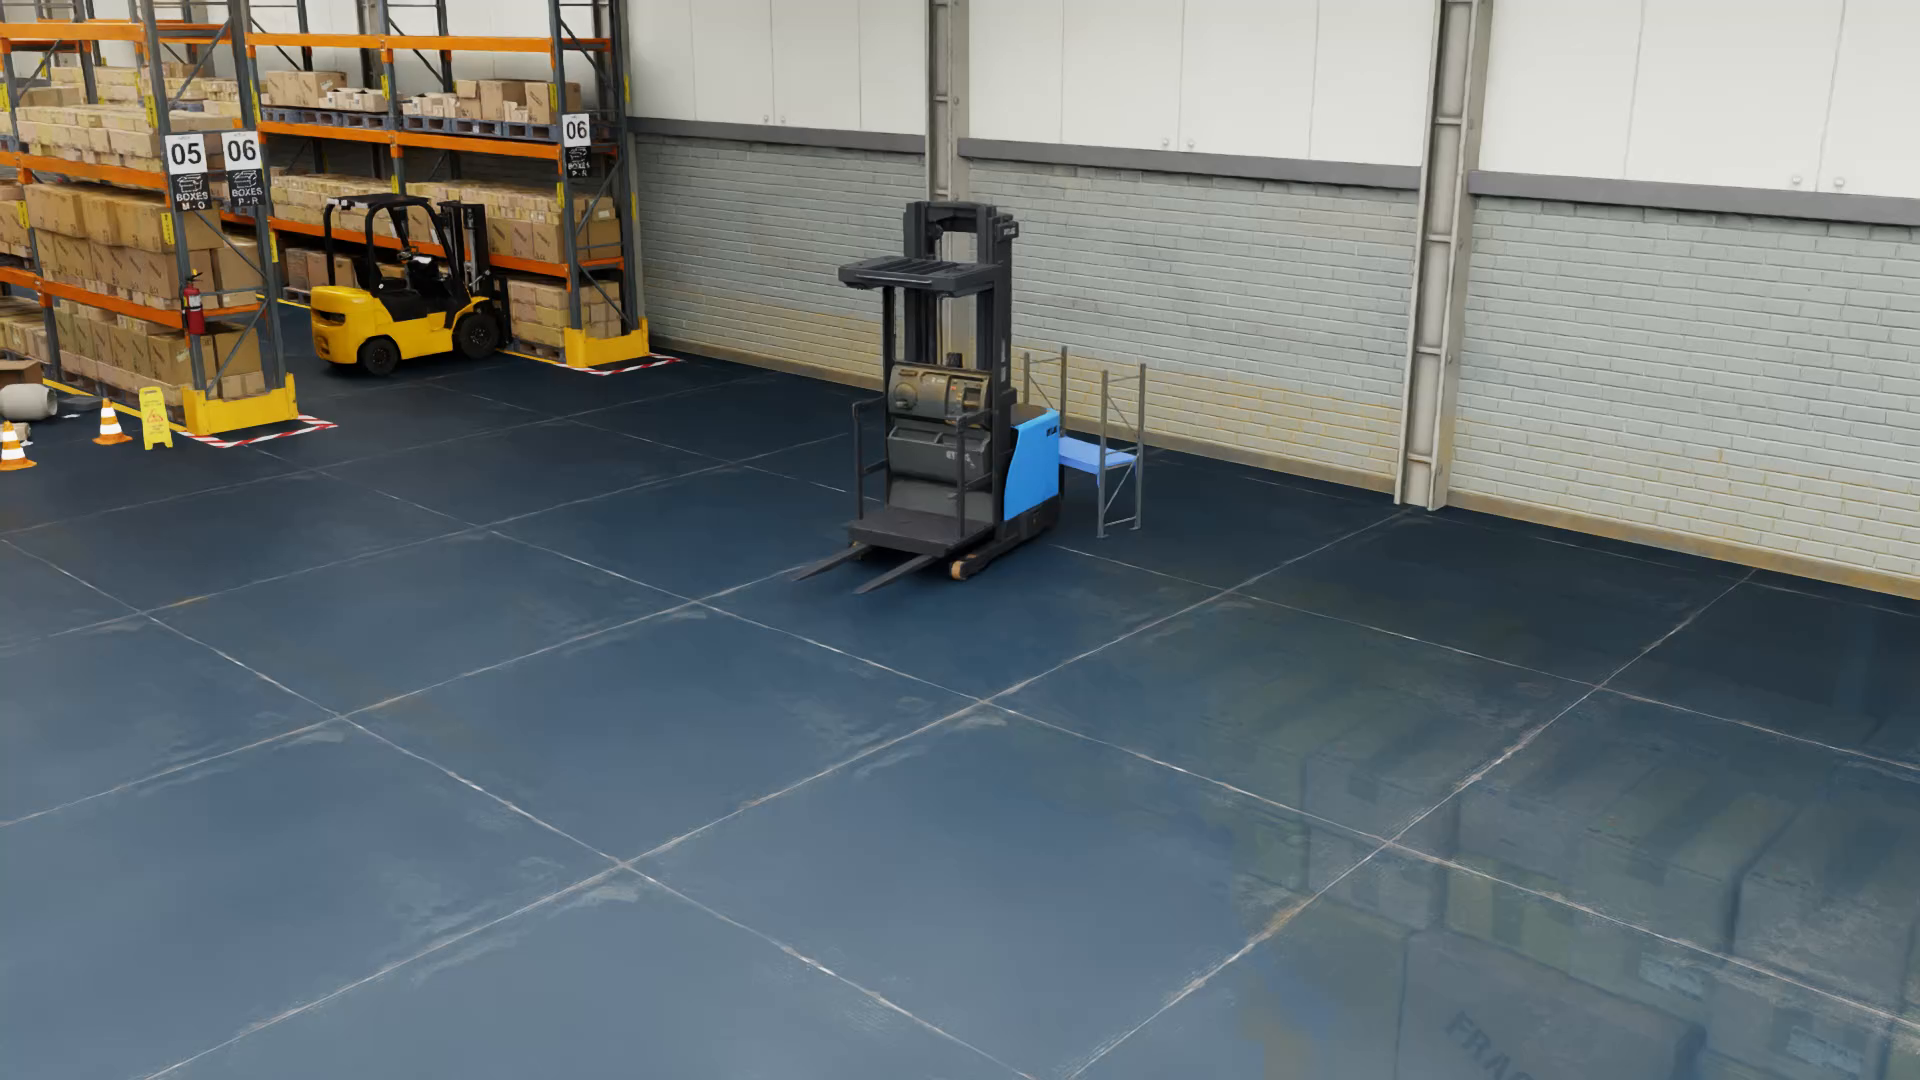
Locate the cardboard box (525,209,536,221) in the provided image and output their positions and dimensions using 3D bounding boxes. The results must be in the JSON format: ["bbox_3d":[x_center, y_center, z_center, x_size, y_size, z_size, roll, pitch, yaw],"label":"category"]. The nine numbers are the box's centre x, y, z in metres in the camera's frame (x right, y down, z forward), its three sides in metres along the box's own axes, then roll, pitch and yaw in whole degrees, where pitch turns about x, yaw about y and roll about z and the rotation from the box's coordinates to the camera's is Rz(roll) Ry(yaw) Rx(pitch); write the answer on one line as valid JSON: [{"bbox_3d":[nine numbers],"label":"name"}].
[{"bbox_3d":[-5.517,-4.312,22.001,0.250,0.149,0.380,16,23,40],"label":"cardboard box"}]

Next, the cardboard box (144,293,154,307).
[{"bbox_3d":[-8.862,-2.703,18.586,0.250,0.149,0.380,15,23,38],"label":"cardboard box"}]

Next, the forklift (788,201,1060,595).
[{"bbox_3d":[-0.284,-1.222,13.616,1.130,2.935,3.031,10,20,29],"label":"forklift"}]

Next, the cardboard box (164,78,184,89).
[{"bbox_3d":[-13.132,-7.644,27.845,0.250,0.149,0.380,15,23,38],"label":"cardboard box"}]

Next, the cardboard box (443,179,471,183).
[{"bbox_3d":[-7.260,-5.144,24.132,0.250,0.149,0.380,15,23,39],"label":"cardboard box"}]

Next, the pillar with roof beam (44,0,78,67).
[{"bbox_3d":[-20.951,-9.681,30.241,0.400,9.000,9.100,15,23,39],"label":"pillar with roof beam"}]

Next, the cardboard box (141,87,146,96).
[{"bbox_3d":[-13.724,-7.655,28.372,0.250,0.149,0.380,15,23,40],"label":"cardboard box"}]

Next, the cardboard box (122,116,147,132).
[{"bbox_3d":[-8.819,-4.513,18.012,0.250,0.149,0.380,15,23,39],"label":"cardboard box"}]

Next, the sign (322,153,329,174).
[{"bbox_3d":[-10.325,-6.122,27.031,0.005,0.325,0.100,15,23,39],"label":"sign"}]

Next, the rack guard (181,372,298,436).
[{"bbox_3d":[-8.056,-1.538,18.632,0.348,0.500,1.175,15,23,39],"label":"rack guard"}]

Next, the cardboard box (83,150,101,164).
[{"bbox_3d":[-9.630,-4.331,18.756,0.250,0.149,0.380,15,23,39],"label":"cardboard box"}]

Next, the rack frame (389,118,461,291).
[{"bbox_3d":[-7.699,-4.641,24.277,0.127,3.000,1.000,15,23,39],"label":"rack frame"}]

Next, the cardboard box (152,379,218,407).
[{"bbox_3d":[-8.801,-1.710,18.893,0.500,0.250,0.500,15,23,39],"label":"cardboard box"}]

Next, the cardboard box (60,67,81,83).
[{"bbox_3d":[-16.142,-8.537,30.523,0.500,0.250,0.500,15,23,39],"label":"cardboard box"}]

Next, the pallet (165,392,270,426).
[{"bbox_3d":[-8.641,-1.572,19.215,1.213,0.211,1.003,15,23,39],"label":"pallet"}]

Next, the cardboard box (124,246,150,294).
[{"bbox_3d":[-8.960,-3.052,18.612,0.500,0.500,0.500,15,23,39],"label":"cardboard box"}]

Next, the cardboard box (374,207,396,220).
[{"bbox_3d":[-8.236,-4.849,24.353,0.500,0.250,0.500,14,23,38],"label":"cardboard box"}]

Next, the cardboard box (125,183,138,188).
[{"bbox_3d":[-14.610,-6.462,29.771,0.500,0.250,0.500,15,23,39],"label":"cardboard box"}]

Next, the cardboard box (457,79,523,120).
[{"bbox_3d":[-6.312,-5.953,22.422,0.637,0.503,0.797,16,24,41],"label":"cardboard box"}]

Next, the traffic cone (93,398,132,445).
[{"bbox_3d":[-9.177,-1.300,17.942,0.334,0.463,0.336,15,23,39],"label":"traffic cone"}]

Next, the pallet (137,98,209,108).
[{"bbox_3d":[-13.242,-7.441,28.451,1.003,0.211,1.213,15,23,39],"label":"pallet"}]

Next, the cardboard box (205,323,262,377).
[{"bbox_3d":[-8.438,-2.190,19.167,0.500,0.500,0.500,14,22,37],"label":"cardboard box"}]

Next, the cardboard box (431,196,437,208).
[{"bbox_3d":[-7.228,-4.777,23.467,0.250,0.149,0.380,15,23,39],"label":"cardboard box"}]

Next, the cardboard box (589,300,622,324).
[{"bbox_3d":[-4.921,-3.107,22.469,0.500,0.250,0.500,16,23,40],"label":"cardboard box"}]

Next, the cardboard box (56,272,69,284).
[{"bbox_3d":[-10.745,-3.223,20.223,0.250,0.149,0.380,16,24,41],"label":"cardboard box"}]

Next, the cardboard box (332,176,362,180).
[{"bbox_3d":[-9.661,-5.655,26.234,0.250,0.149,0.380,14,23,38],"label":"cardboard box"}]

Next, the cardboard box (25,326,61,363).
[{"bbox_3d":[-11.385,-2.570,21.400,0.625,0.372,0.950,15,23,40],"label":"cardboard box"}]

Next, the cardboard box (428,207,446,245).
[{"bbox_3d":[-7.140,-4.440,23.478,0.500,0.500,0.500,16,23,40],"label":"cardboard box"}]

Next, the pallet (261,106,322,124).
[{"bbox_3d":[-10.124,-6.668,26.017,1.003,0.211,1.213,16,24,42],"label":"pallet"}]

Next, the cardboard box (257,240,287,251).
[{"bbox_3d":[-11.229,-4.804,27.156,0.250,0.149,0.380,14,22,37],"label":"cardboard box"}]

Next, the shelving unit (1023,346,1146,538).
[{"bbox_3d":[1.098,-0.899,14.964,0.538,1.500,1.048,-14,22,-37],"label":"shelving unit"}]

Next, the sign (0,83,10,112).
[{"bbox_3d":[-11.357,-5.255,19.747,0.005,0.325,0.100,15,23,39],"label":"sign"}]

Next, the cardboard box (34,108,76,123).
[{"bbox_3d":[-10.567,-4.970,19.451,0.250,0.149,0.380,14,22,38],"label":"cardboard box"}]

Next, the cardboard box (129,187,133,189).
[{"bbox_3d":[-14.687,-6.287,29.880,0.250,0.149,0.380,16,23,41],"label":"cardboard box"}]

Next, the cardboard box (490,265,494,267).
[{"bbox_3d":[-6.814,-3.854,23.995,0.500,0.250,0.500,15,23,38],"label":"cardboard box"}]

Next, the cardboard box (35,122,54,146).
[{"bbox_3d":[-10.452,-4.766,19.467,0.500,0.250,0.500,15,23,39],"label":"cardboard box"}]

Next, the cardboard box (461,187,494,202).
[{"bbox_3d":[-6.642,-4.768,22.947,0.250,0.149,0.380,15,23,39],"label":"cardboard box"}]

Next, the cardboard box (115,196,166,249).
[{"bbox_3d":[-8.900,-3.537,18.487,0.500,0.500,0.700,15,23,40],"label":"cardboard box"}]

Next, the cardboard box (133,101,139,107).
[{"bbox_3d":[-14.148,-7.563,28.940,0.250,0.149,0.380,15,23,39],"label":"cardboard box"}]

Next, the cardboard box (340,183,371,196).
[{"bbox_3d":[-9.078,-5.266,25.009,0.250,0.149,0.380,15,23,40],"label":"cardboard box"}]

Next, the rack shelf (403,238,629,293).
[{"bbox_3d":[-6.204,-3.897,23.121,4.000,0.370,1.077,15,23,39],"label":"rack shelf"}]

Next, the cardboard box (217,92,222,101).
[{"bbox_3d":[-11.845,-7.226,27.051,0.250,0.149,0.380,15,23,40],"label":"cardboard box"}]

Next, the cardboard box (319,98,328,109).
[{"bbox_3d":[-9.300,-6.506,24.750,0.250,0.149,0.380,15,23,39],"label":"cardboard box"}]

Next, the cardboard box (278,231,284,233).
[{"bbox_3d":[-11.664,-5.146,28.233,0.250,0.149,0.380,14,23,38],"label":"cardboard box"}]

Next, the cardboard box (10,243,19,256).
[{"bbox_3d":[-11.745,-3.696,21.019,0.250,0.149,0.380,14,22,38],"label":"cardboard box"}]

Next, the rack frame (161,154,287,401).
[{"bbox_3d":[-8.000,-2.714,18.206,0.127,3.000,1.000,15,23,39],"label":"rack frame"}]

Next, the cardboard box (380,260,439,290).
[{"bbox_3d":[-8.097,-3.812,24.895,0.625,0.625,0.875,16,24,42],"label":"cardboard box"}]

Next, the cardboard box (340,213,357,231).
[{"bbox_3d":[-8.981,-4.818,25.082,0.500,0.250,0.500,15,23,40],"label":"cardboard box"}]

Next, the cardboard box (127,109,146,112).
[{"bbox_3d":[-9.386,-4.904,19.242,0.250,0.149,0.380,15,23,40],"label":"cardboard box"}]

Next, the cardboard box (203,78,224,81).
[{"bbox_3d":[-12.449,-7.642,27.838,0.250,0.149,0.380,15,23,40],"label":"cardboard box"}]

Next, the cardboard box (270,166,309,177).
[{"bbox_3d":[-10.972,-5.831,27.166,0.500,0.500,0.500,16,24,42],"label":"cardboard box"}]

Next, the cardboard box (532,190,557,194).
[{"bbox_3d":[-5.586,-4.663,22.616,0.250,0.149,0.380,16,24,41],"label":"cardboard box"}]
